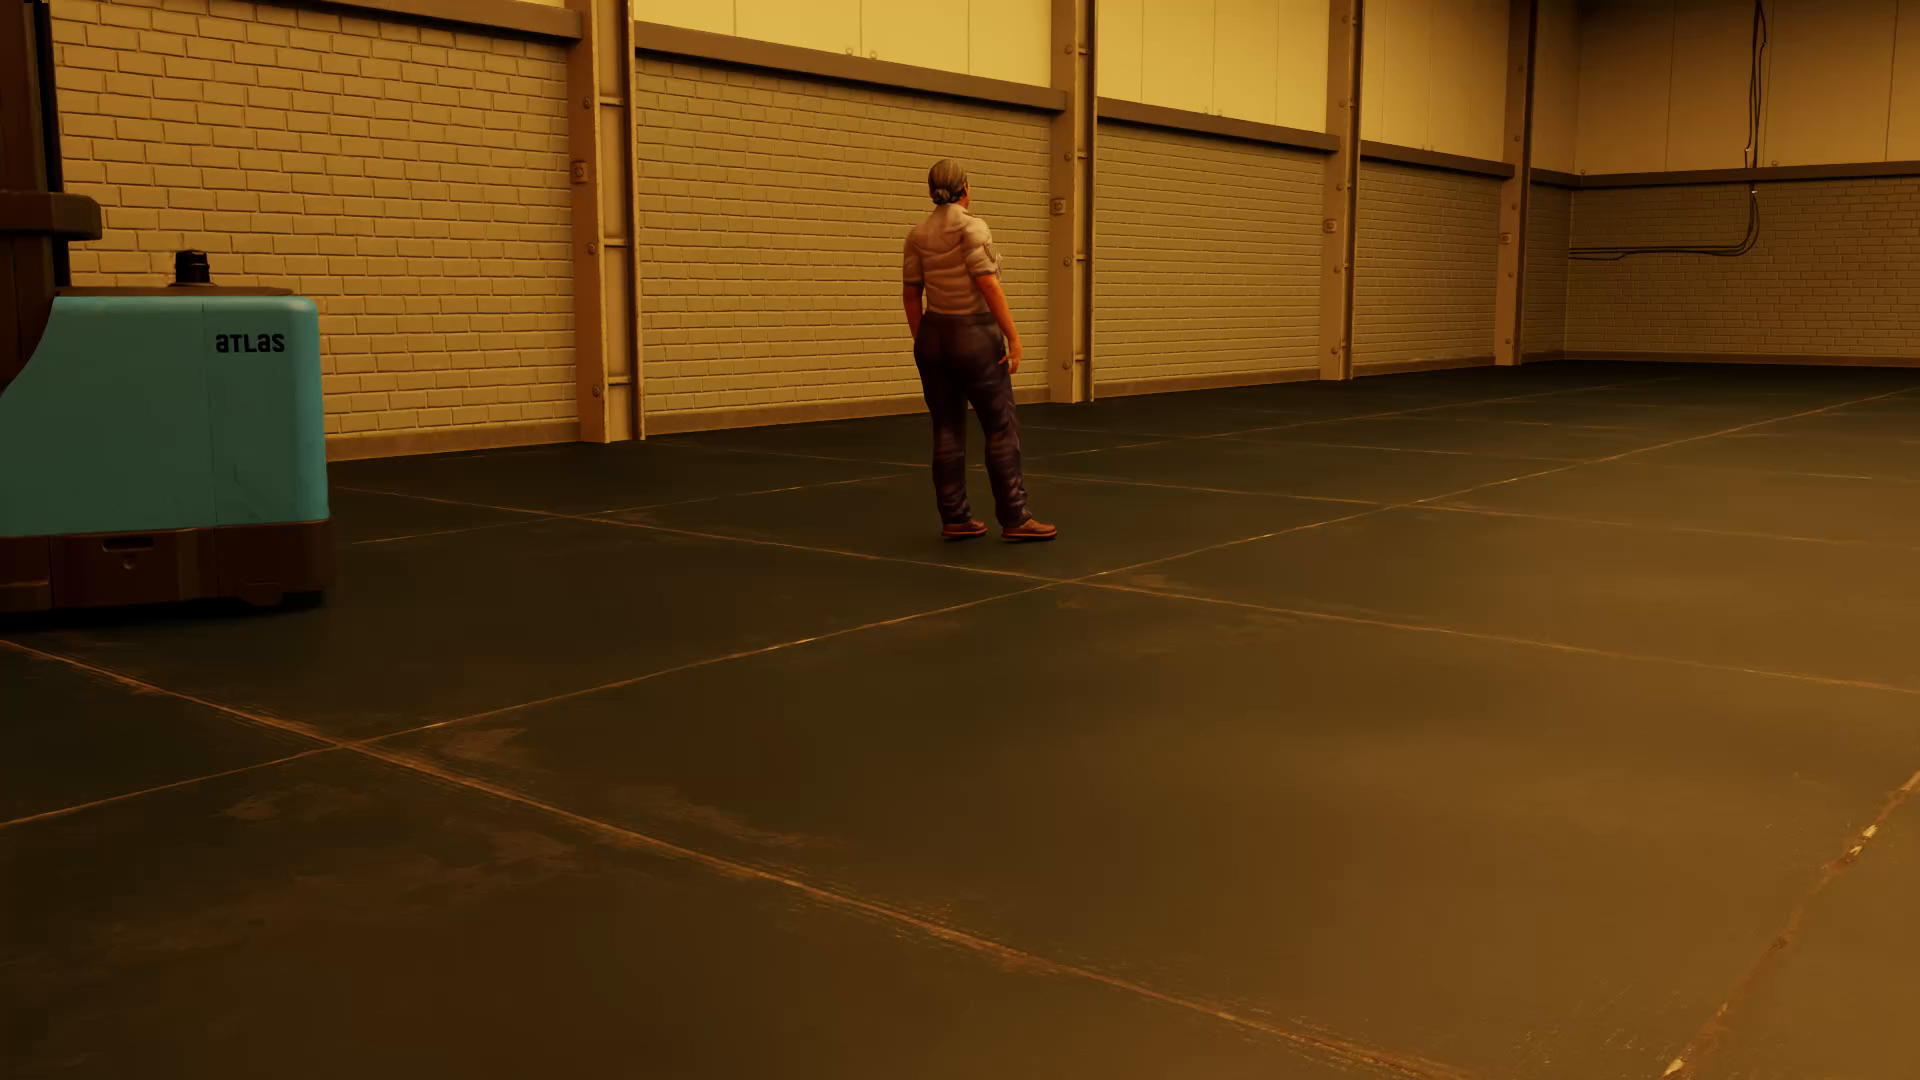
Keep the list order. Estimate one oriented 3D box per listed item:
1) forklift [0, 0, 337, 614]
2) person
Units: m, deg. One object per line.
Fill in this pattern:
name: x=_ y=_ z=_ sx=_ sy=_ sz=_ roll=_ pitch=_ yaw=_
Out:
forklift: x=-3.740 y=-1.188 z=5.398 sx=3.031 sy=2.935 sz=1.130 roll=-4 pitch=9 yaw=-24
person: x=0.074 y=-0.831 z=7.339 sx=0.598 sy=1.651 sz=0.503 roll=7 pitch=11 yaw=38
